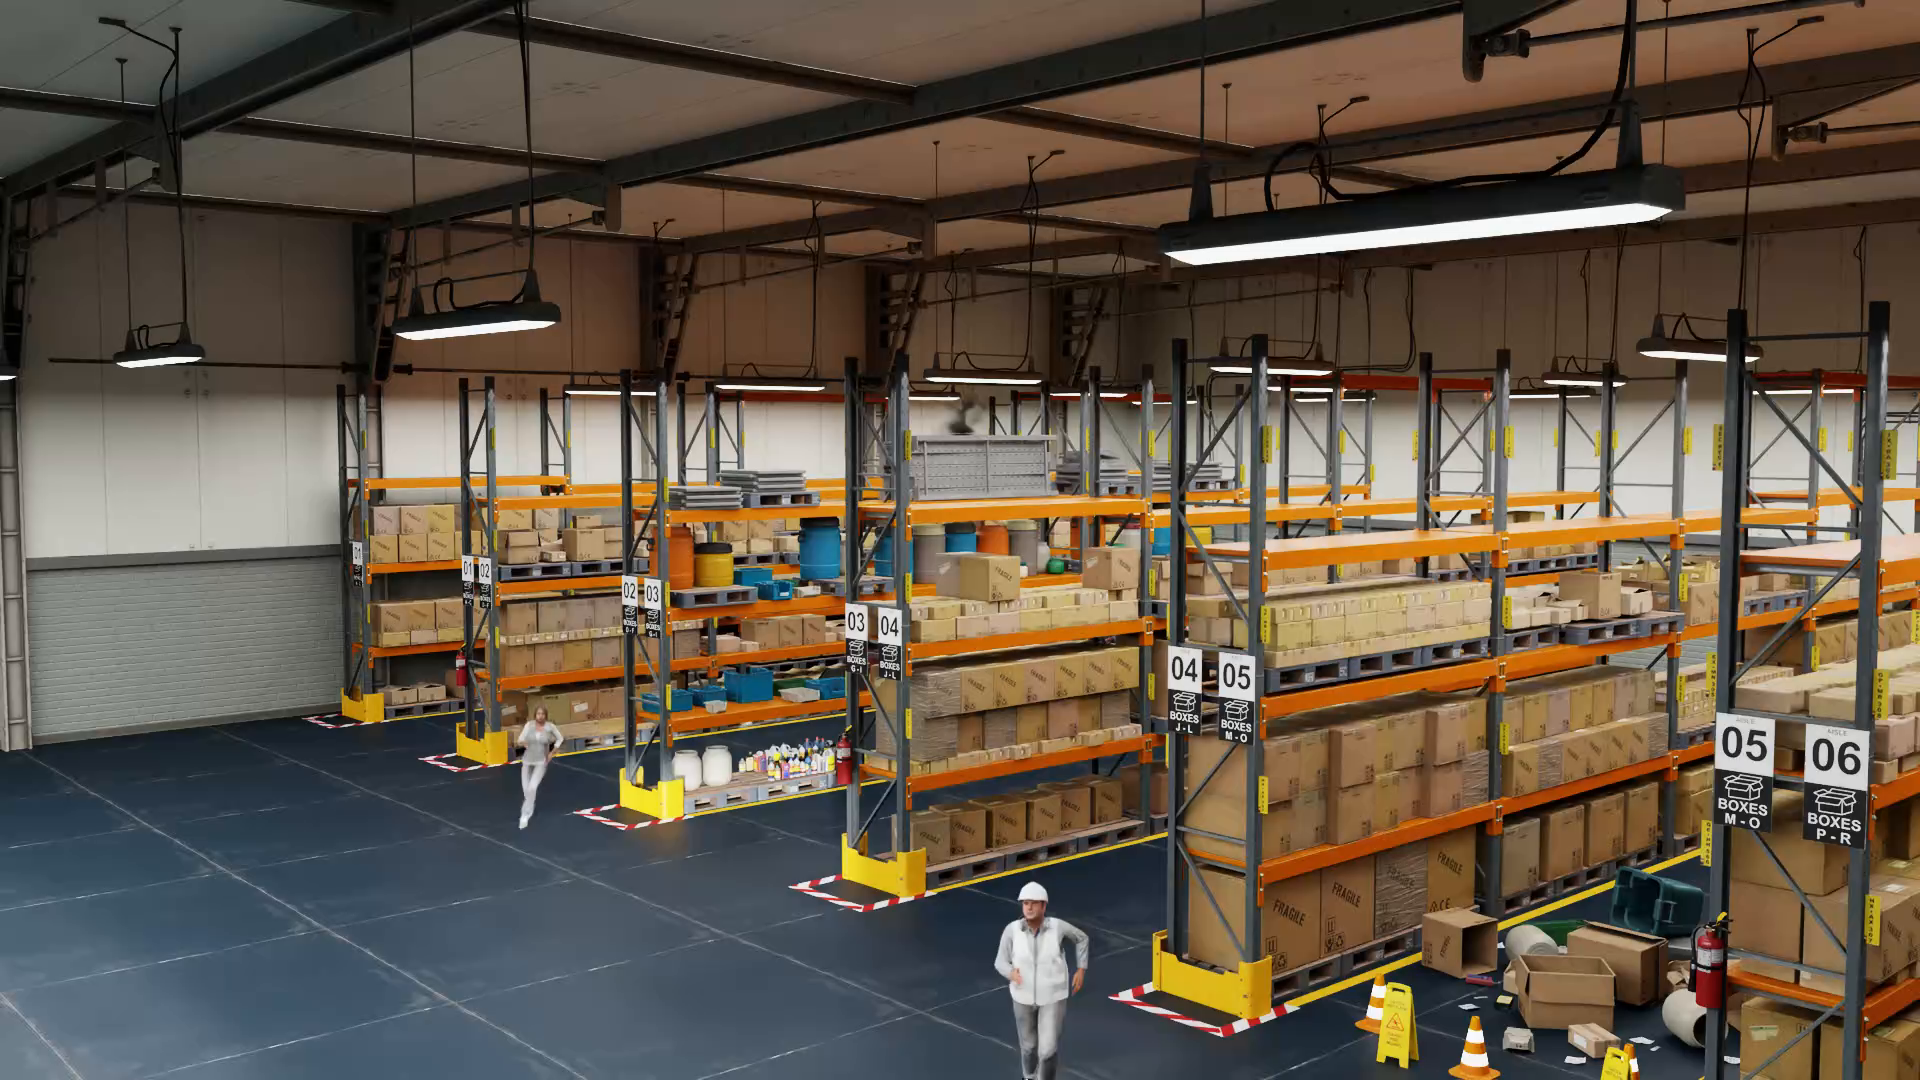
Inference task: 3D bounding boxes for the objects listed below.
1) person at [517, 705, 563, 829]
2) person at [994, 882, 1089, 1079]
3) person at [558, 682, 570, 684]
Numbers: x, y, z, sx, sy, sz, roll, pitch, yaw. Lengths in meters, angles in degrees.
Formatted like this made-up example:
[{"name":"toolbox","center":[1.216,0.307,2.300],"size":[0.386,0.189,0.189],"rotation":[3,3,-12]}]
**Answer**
[{"name":"person","center":[-5.532,2.954,21.802],"size":[0.560,1.605,0.660],"rotation":[0,4,5]},{"name":"person","center":[0.606,3.454,12.544],"size":[0.667,1.773,0.864],"rotation":[1,4,13]},{"name":"person","center":[-6.893,2.456,29.131],"size":[0.546,1.572,0.841],"rotation":[3,5,35]}]
